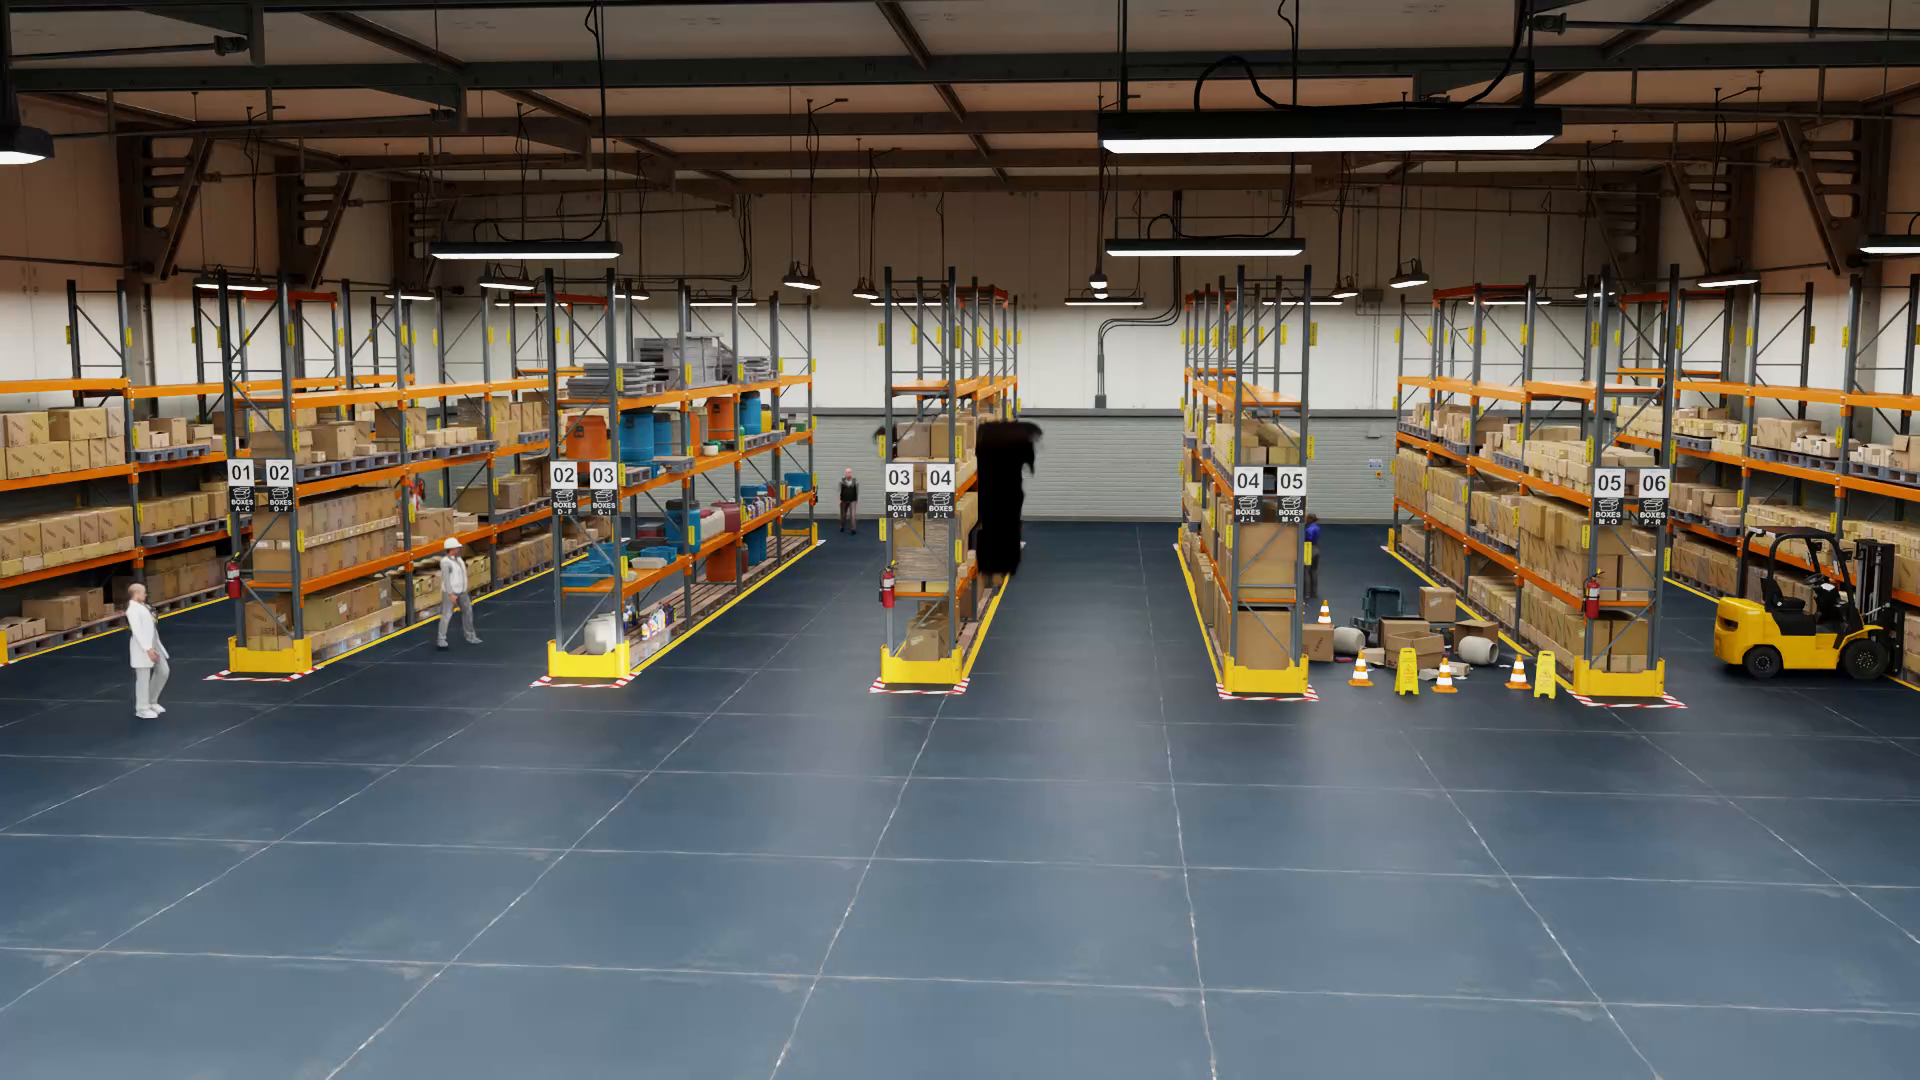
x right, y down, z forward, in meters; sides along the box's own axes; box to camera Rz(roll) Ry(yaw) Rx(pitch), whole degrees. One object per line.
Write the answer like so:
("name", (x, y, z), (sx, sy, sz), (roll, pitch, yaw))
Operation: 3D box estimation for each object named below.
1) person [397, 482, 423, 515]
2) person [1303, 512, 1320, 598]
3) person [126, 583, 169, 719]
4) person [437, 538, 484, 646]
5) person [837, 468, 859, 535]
("person", (-12.434, -0.449, 37.609), (0.641, 1.735, 1.049), (0, 7, -2))
("person", (6.741, 0.292, 32.161), (0.346, 1.668, 0.507), (5, 9, 36))
("person", (-10.767, 1.457, 22.019), (0.584, 1.786, 0.643), (1, 7, 7))
("person", (-8.208, 0.849, 27.111), (0.547, 1.799, 0.680), (3, 8, 22))
("person", (-2.841, -0.979, 42.331), (0.565, 1.680, 0.984), (-1, 7, -11))
